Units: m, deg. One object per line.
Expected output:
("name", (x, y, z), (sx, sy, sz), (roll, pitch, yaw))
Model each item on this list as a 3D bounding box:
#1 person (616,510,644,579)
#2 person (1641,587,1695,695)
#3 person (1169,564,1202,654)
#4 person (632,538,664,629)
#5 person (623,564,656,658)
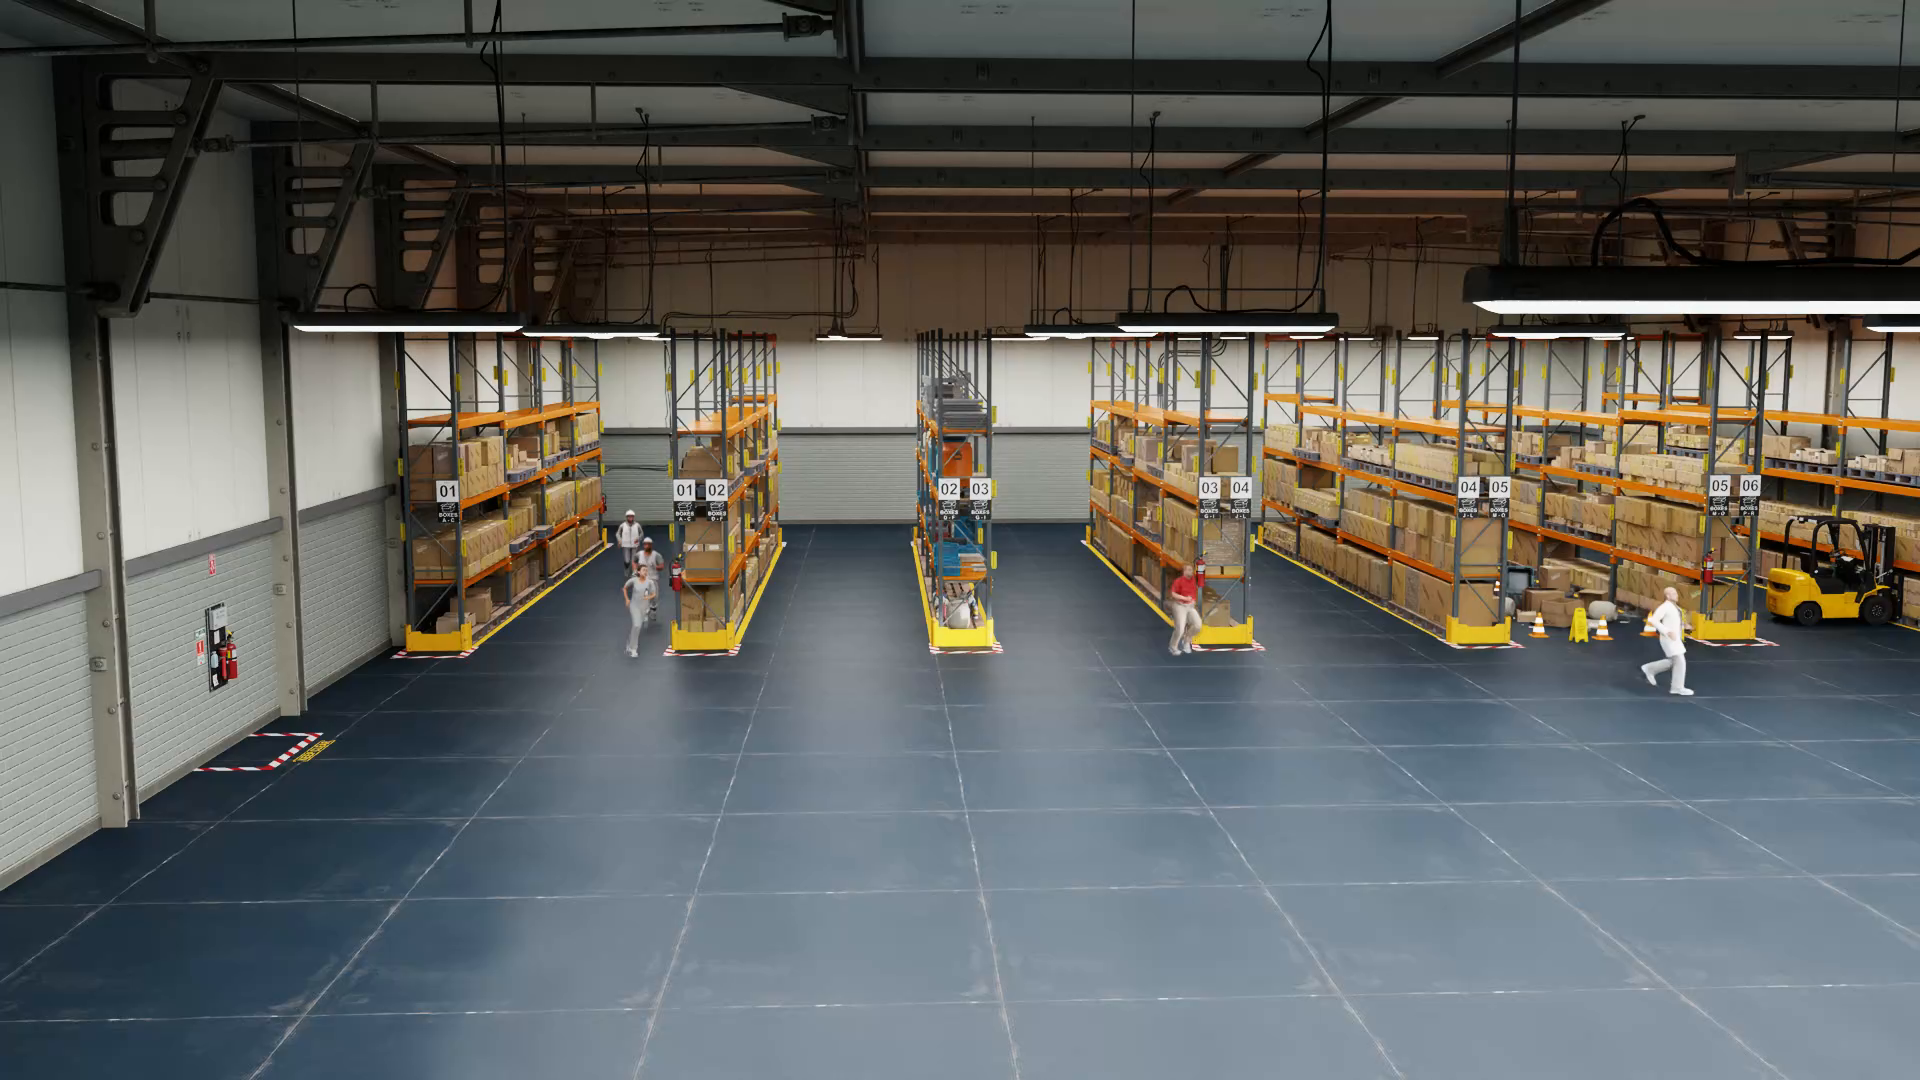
("person", (-7.922, 0.157, 39.976), (0.658, 1.731, 0.570), (-2, 7, -13))
("person", (11.634, 1.645, 27.301), (0.896, 1.745, 0.720), (6, 9, 42))
("person", (4.170, 1.279, 30.661), (0.678, 1.687, 0.737), (-4, 8, -32))
("person", (-6.312, 0.837, 33.675), (0.658, 1.785, 0.983), (-1, 7, -10))
("person", (-5.927, 1.290, 30.798), (0.544, 1.711, 0.707), (-4, 8, -31))
